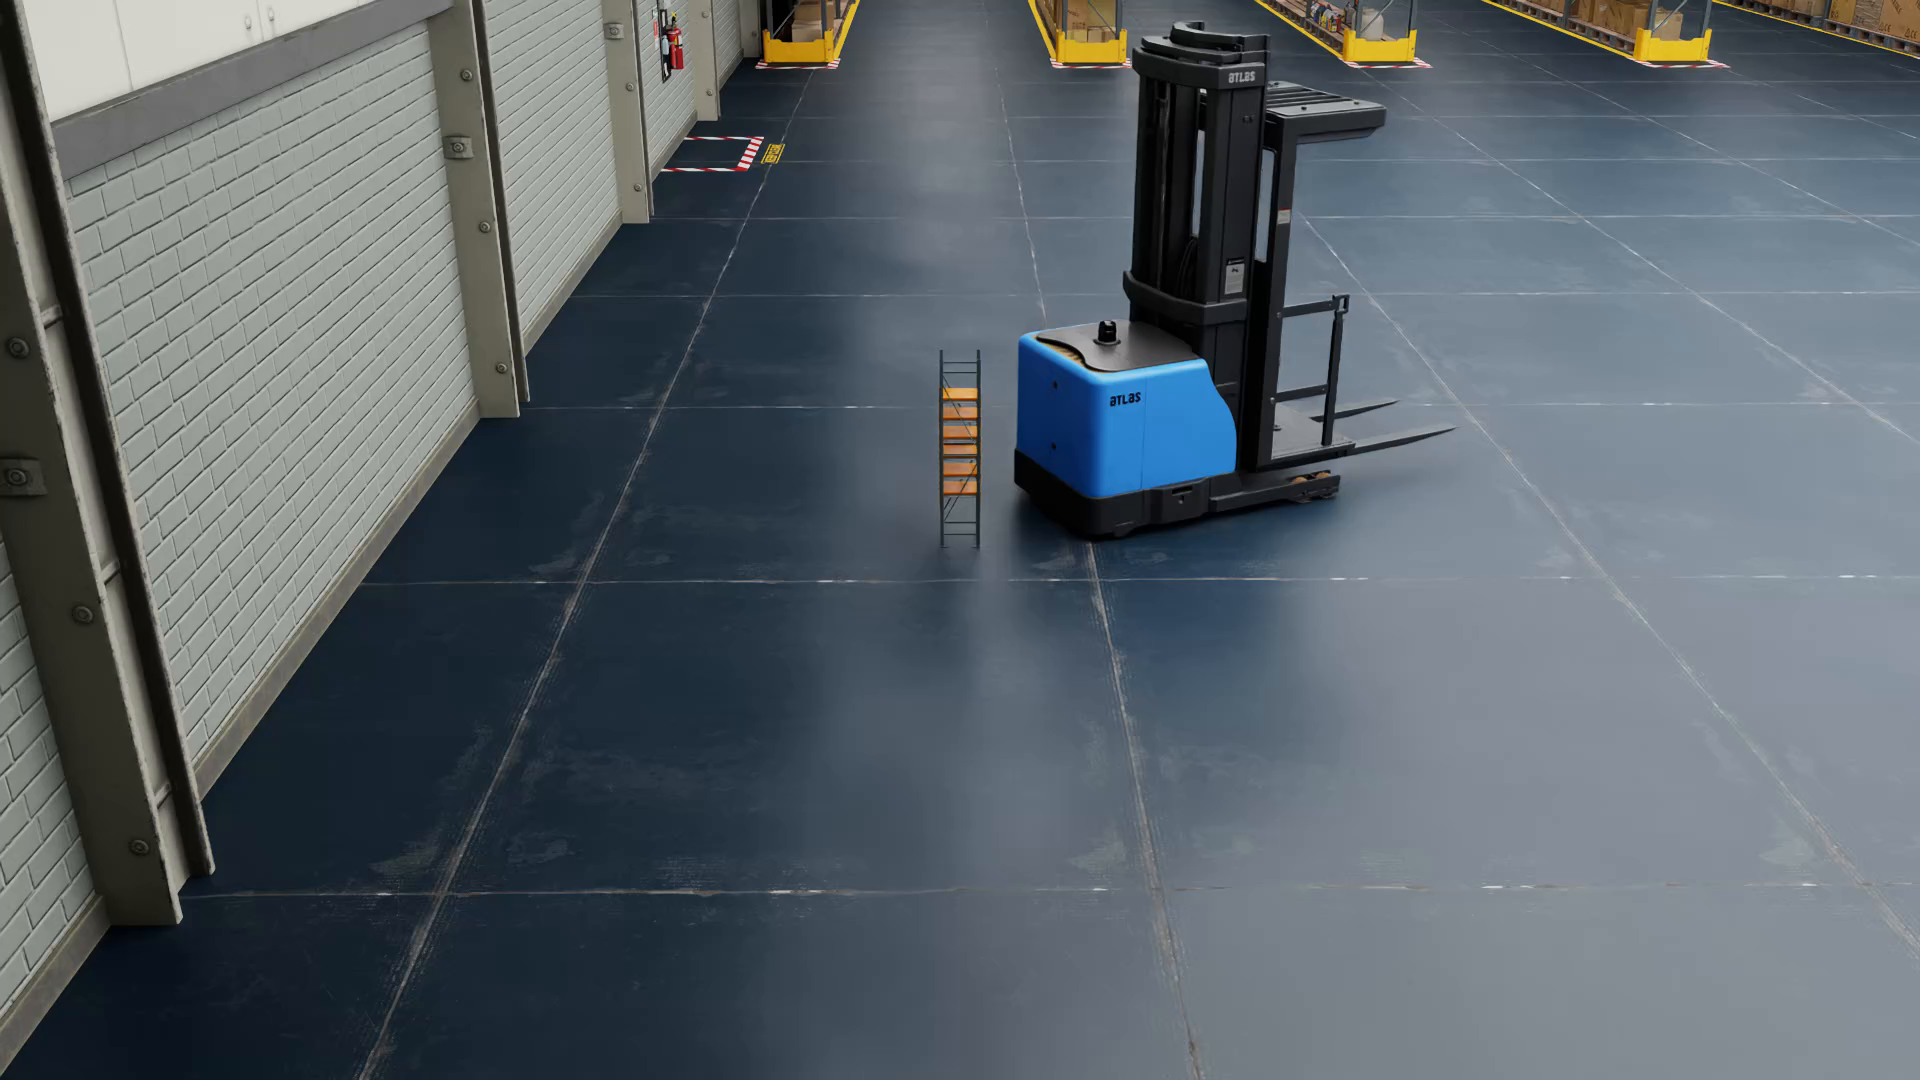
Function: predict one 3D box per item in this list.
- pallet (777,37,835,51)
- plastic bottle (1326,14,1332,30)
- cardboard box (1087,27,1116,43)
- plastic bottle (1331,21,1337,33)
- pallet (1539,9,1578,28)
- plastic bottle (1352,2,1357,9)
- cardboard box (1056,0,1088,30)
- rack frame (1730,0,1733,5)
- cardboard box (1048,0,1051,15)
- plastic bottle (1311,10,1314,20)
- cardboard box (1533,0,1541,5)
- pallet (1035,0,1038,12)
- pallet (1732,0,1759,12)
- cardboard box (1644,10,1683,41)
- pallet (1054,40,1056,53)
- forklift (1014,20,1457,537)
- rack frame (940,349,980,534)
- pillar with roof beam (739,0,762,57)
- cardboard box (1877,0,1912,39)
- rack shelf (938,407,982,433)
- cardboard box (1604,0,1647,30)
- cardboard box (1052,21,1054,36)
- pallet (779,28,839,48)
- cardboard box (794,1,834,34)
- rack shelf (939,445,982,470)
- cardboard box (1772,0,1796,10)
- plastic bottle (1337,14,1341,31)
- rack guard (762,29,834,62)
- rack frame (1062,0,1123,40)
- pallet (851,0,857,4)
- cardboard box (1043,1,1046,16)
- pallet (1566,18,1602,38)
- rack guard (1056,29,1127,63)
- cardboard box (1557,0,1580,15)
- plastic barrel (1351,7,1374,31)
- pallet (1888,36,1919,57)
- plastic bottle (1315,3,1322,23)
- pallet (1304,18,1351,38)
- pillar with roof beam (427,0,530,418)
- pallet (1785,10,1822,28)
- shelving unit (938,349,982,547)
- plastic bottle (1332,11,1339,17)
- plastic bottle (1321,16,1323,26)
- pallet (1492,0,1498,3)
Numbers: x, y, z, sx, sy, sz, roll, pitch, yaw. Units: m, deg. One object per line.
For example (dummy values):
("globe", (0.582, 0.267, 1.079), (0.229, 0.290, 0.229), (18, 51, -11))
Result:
("pallet", (-2.710, -8.579, 28.963), (1.003, 0.211, 1.213), (0, 24, -1))
("plastic bottle", (6.735, -9.403, 30.173), (0.152, 0.276, 0.135), (-1, 24, -2))
("cardboard box", (2.434, -8.668, 28.602), (0.500, 0.250, 0.500), (0, 24, -1))
("plastic bottle", (6.712, -9.208, 29.832), (0.097, 0.201, 0.097), (0, 24, 0))
("pallet", (12.070, -10.249, 32.654), (1.003, 0.211, 1.213), (0, 24, -1))
("plastic bottle", (7.422, -9.906, 31.193), (0.144, 0.351, 0.185), (-1, 24, -2))
("cardboard box", (1.914, -9.007, 28.442), (0.500, 0.500, 0.500), (0, 24, -1))
("rack frame", (16.997, -12.827, 34.972), (1.000, 3.000, 0.127), (0, 24, -1))
("cardboard box", (1.877, -9.831, 30.264), (0.500, 0.500, 0.500), (0, 24, -1))
("plastic bottle", (6.693, -9.927, 31.420), (0.097, 0.201, 0.097), (0, 24, 0))
("cardboard box", (12.095, -11.170, 33.807), (0.700, 0.500, 0.500), (2, 24, 4))
("pallet", (2.100, -11.194, 34.744), (1.003, 0.211, 1.213), (0, 24, -1))
("pallet", (16.930, -11.232, 34.828), (1.003, 0.211, 1.213), (0, 24, -1))
("cardboard box", (12.133, -8.860, 28.724), (0.500, 0.500, 0.500), (4, 25, 9))
("pallet", (2.167, -8.552, 28.902), (1.003, 0.211, 1.213), (0, 24, -1))
("forklift", (1.909, -1.756, 10.575), (3.031, 2.935, 1.130), (-11, 27, -24))
("rack frame", (-0.001, -0.578, 10.073), (0.240, 1.200, 0.006), (0, 24, -1))
("pillar with roof beam", (0.696, -12.521, 27.014), (9.100, 9.000, 0.400), (0, 24, -1))
("cardboard box", (16.999, -9.396, 29.453), (0.875, 0.875, 0.875), (-1, 24, -1))
("rack shelf", (0.000, -0.719, 9.909), (0.258, 0.103, 0.180), (0, 24, -1))
("cardboard box", (12.143, -9.594, 30.348), (0.500, 0.500, 0.500), (-2, 24, -5))
("cardboard box", (1.891, -9.077, 29.508), (0.500, 0.250, 0.500), (0, 24, -1))
("pallet", (-2.721, -9.081, 30.072), (1.003, 0.211, 1.213), (0, 24, -1))
("cardboard box", (-2.618, -9.368, 29.822), (0.700, 0.500, 0.500), (-2, 24, -4))
("rack shelf", (0.000, -0.500, 10.008), (0.258, 0.103, 0.180), (0, 24, -1))
("cardboard box", (16.937, -10.998, 33.148), (1.050, 0.750, 0.750), (0, 24, -1))
("plastic bottle", (6.843, -9.350, 30.046), (0.061, 0.283, 0.133), (0, 24, -1))
("rack guard", (-2.737, -8.376, 28.163), (1.175, 0.500, 0.348), (0, 24, -1))
("rack frame", (2.217, -9.507, 27.631), (1.000, 3.000, 0.127), (0, 24, -1))
("pallet", (-2.756, -11.835, 36.161), (1.003, 0.211, 1.213), (0, 24, -1))
("cardboard box", (1.879, -10.264, 32.130), (0.500, 0.250, 0.500), (0, 24, -1))
("pallet", (12.122, -9.651, 31.334), (1.003, 0.211, 1.213), (0, 24, -1))
("rack guard", (2.218, -8.358, 28.124), (1.175, 0.500, 0.348), (0, 24, -1))
("cardboard box", (12.094, -10.513, 32.355), (0.700, 0.500, 0.500), (-2, 24, -5))
("plastic barrel", (7.081, -9.063, 29.159), (0.421, 0.512, 0.421), (0, 24, 0))
("pallet", (16.997, -8.589, 28.986), (1.003, 0.211, 1.213), (0, 24, -1))
("plastic bottle", (6.721, -9.835, 31.037), (0.144, 0.351, 0.185), (0, 24, 1))
("pallet", (7.093, -9.629, 31.284), (1.003, 0.211, 1.213), (0, 24, -1))
("pillar with roof beam", (0.893, -5.104, 10.614), (9.100, 9.000, 0.400), (0, 24, -1))
("pallet", (16.957, -10.226, 32.605), (1.003, 0.211, 1.213), (0, 24, -1))
("shelving unit", (0.000, -0.541, 9.990), (0.258, 1.200, 0.189), (0, 24, -1))
("plastic bottle", (6.875, -9.559, 30.517), (0.152, 0.276, 0.135), (0, 24, -1))
("plastic bottle", (6.703, -9.573, 30.638), (0.097, 0.201, 0.097), (0, 24, 0))
("pallet", (12.103, -11.901, 36.308), (1.003, 0.211, 1.213), (0, 24, -1))
